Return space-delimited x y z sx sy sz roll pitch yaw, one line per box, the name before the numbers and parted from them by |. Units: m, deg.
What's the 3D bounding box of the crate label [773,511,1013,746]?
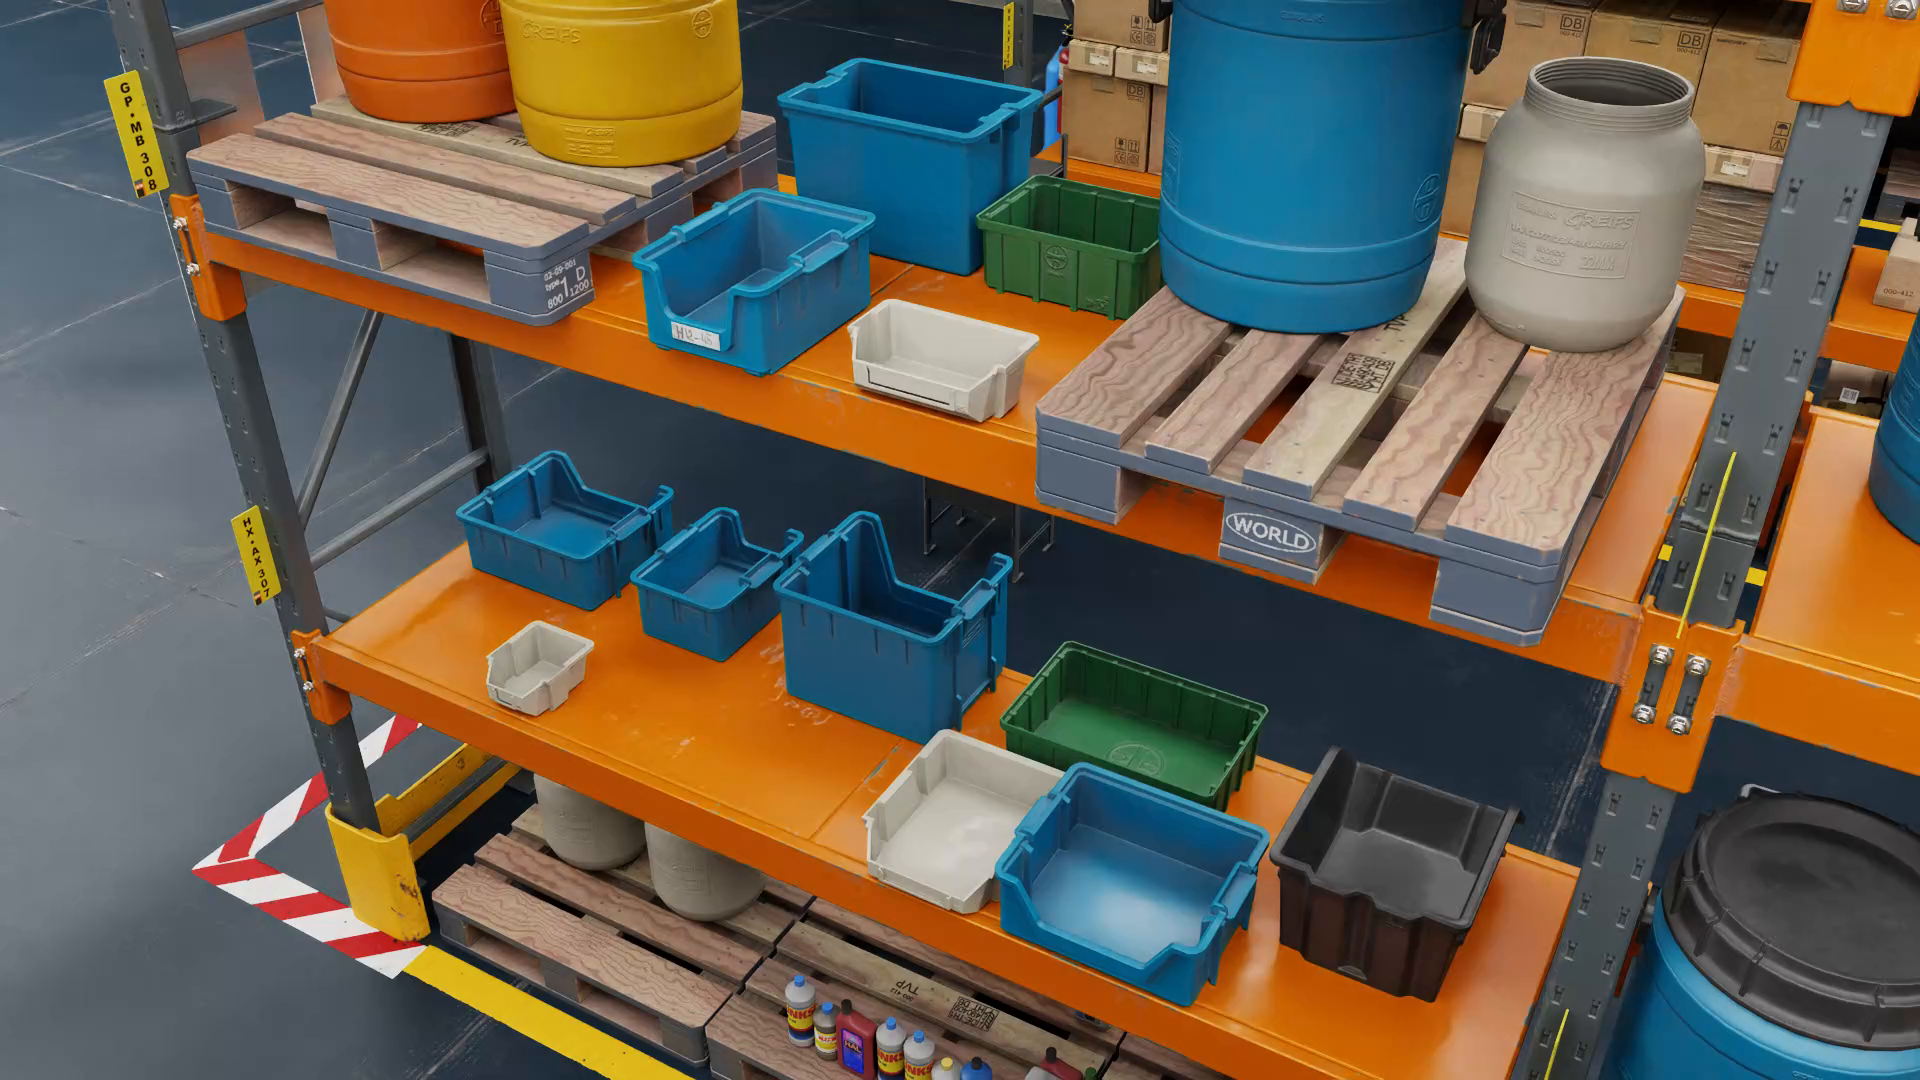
crate label | -0.197 0.264 5.116 0.616 0.435 0.502 18 37 24

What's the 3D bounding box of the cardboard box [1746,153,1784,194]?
cardboard box | 3.662 -1.663 7.366 0.250 0.149 0.380 18 37 24

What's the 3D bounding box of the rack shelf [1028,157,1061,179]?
rack shelf | 0.144 -1.400 7.219 0.480 0.518 0.431 18 37 24

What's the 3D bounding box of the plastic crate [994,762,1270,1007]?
plastic crate | 0.448 0.891 4.340 0.616 0.251 0.499 18 37 24

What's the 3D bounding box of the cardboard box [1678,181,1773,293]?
cardboard box | 3.616 -1.541 7.767 0.500 0.500 0.700 17 37 23

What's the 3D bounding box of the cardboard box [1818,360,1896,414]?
cardboard box | 4.498 -0.670 8.146 0.500 0.311 0.500 18 37 24

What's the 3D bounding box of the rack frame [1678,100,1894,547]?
rack frame | 1.543 -1.494 2.375 0.127 3.000 1.000 18 37 24

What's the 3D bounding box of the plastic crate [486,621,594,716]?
plastic crate | -1.312 0.413 5.161 0.250 0.136 0.298 18 37 24

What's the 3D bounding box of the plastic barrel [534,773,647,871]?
plastic barrel | -1.320 0.907 6.047 0.421 0.512 0.421 0 34 0

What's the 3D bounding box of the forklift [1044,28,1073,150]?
forklift | 2.138 -3.548 10.933 3.031 2.935 1.130 8 35 12

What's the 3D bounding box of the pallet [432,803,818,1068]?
pallet | -1.138 1.287 6.126 1.213 0.211 1.003 18 37 24

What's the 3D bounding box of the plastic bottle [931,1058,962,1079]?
plastic bottle | -0.040 1.682 5.146 0.097 0.201 0.097 0 34 0

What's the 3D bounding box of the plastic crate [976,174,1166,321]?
plastic crate | 0.308 -0.723 4.114 0.450 0.188 0.336 18 37 24

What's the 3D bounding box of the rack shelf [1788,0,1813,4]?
rack shelf | 2.268 -2.879 7.810 4.000 0.370 1.077 18 37 24

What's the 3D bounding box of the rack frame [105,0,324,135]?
rack frame | -1.930 -2.594 4.027 0.127 3.000 1.000 18 37 24

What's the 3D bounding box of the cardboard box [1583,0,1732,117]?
cardboard box | 3.176 -2.219 7.615 0.500 0.500 0.700 17 37 24

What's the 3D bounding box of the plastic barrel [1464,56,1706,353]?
plastic barrel | 1.267 -0.680 3.379 0.421 0.512 0.421 0 34 0

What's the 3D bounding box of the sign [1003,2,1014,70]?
sign | 0.251 -2.608 8.608 0.005 0.325 0.100 18 37 24

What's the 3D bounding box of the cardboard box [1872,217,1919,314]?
cardboard box | 4.453 -1.203 7.486 0.500 0.250 0.500 20 39 27

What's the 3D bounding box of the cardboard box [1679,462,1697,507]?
cardboard box | 3.493 -0.433 8.295 0.500 0.250 0.500 18 37 24

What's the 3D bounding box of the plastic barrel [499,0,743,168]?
plastic barrel | -0.877 -1.347 4.311 0.600 0.588 0.600 0 34 0

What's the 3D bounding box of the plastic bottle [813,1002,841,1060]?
plastic bottle | -0.420 1.561 5.327 0.097 0.201 0.097 0 34 0

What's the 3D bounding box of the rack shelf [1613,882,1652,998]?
rack shelf | 3.280 1.852 3.411 4.000 0.370 1.077 18 37 24

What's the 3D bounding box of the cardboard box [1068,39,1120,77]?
cardboard box | 0.765 -2.580 8.743 0.250 0.149 0.380 17 37 24

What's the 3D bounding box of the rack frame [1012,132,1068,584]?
rack frame | 0.356 -0.761 7.499 0.015 2.100 0.400 18 37 24

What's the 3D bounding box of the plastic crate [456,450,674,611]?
plastic crate | -1.347 -0.042 5.741 0.616 0.251 0.499 18 37 24

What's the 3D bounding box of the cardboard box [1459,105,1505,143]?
cardboard box | 2.560 -2.013 7.892 0.250 0.149 0.380 19 38 26

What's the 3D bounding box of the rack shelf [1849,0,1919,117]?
rack shelf | 3.280 -0.478 1.860 4.000 0.370 1.077 18 37 24

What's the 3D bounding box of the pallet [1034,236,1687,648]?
pallet | 0.868 -0.319 3.486 1.003 0.211 1.213 18 37 24

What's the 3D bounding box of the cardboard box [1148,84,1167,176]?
cardboard box | 1.389 -2.245 8.825 0.500 0.500 0.700 19 38 26

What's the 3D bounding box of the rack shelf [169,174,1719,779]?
rack shelf | -0.193 -0.497 4.232 4.000 0.370 1.077 18 37 24

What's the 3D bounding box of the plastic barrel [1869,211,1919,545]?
plastic barrel | 2.092 -0.419 3.015 0.708 0.901 0.600 18 37 24

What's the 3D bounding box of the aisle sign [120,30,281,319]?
aisle sign | -2.138 -1.058 4.788 0.004 0.787 0.394 18 37 24

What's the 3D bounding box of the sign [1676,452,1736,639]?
sign | 1.261 0.012 2.811 0.005 0.325 0.100 18 37 24

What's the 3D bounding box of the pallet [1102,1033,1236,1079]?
pallet | 0.981 1.958 5.118 1.213 0.211 1.003 18 37 24

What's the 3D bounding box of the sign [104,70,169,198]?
sign | -2.206 -1.086 4.460 0.005 0.325 0.100 18 37 24

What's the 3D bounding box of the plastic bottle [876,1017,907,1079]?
plastic bottle | -0.213 1.598 5.209 0.097 0.271 0.097 0 34 0

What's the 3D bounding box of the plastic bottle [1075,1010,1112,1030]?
plastic bottle | 0.464 1.441 5.440 0.135 0.276 0.152 18 37 24

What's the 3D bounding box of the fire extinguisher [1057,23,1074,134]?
fire extinguisher | 0.659 -2.704 9.674 0.183 0.674 0.296 18 37 24

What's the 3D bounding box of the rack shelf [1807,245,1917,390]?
rack shelf | 5.741 -0.531 6.990 4.000 0.370 1.077 18 37 24

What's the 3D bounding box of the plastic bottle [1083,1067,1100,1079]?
plastic bottle | 0.423 1.714 5.024 0.133 0.283 0.061 18 37 24

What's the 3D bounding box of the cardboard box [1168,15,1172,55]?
cardboard box | 1.436 -2.771 8.444 0.500 0.500 0.700 17 37 23

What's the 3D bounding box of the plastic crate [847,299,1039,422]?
plastic crate | -0.051 -0.383 3.650 0.396 0.136 0.243 18 37 24

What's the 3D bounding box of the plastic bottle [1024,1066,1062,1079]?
plastic bottle | 0.255 1.727 5.011 0.135 0.276 0.152 18 38 25

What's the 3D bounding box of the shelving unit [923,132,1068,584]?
shelving unit | 0.144 -0.828 7.600 0.503 2.100 0.431 18 37 24

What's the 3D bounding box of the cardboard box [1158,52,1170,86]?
cardboard box | 1.212 -2.440 8.532 0.250 0.149 0.380 18 38 25

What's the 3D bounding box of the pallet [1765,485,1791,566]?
pallet | 4.663 -0.036 8.113 1.213 0.211 1.003 18 37 24
